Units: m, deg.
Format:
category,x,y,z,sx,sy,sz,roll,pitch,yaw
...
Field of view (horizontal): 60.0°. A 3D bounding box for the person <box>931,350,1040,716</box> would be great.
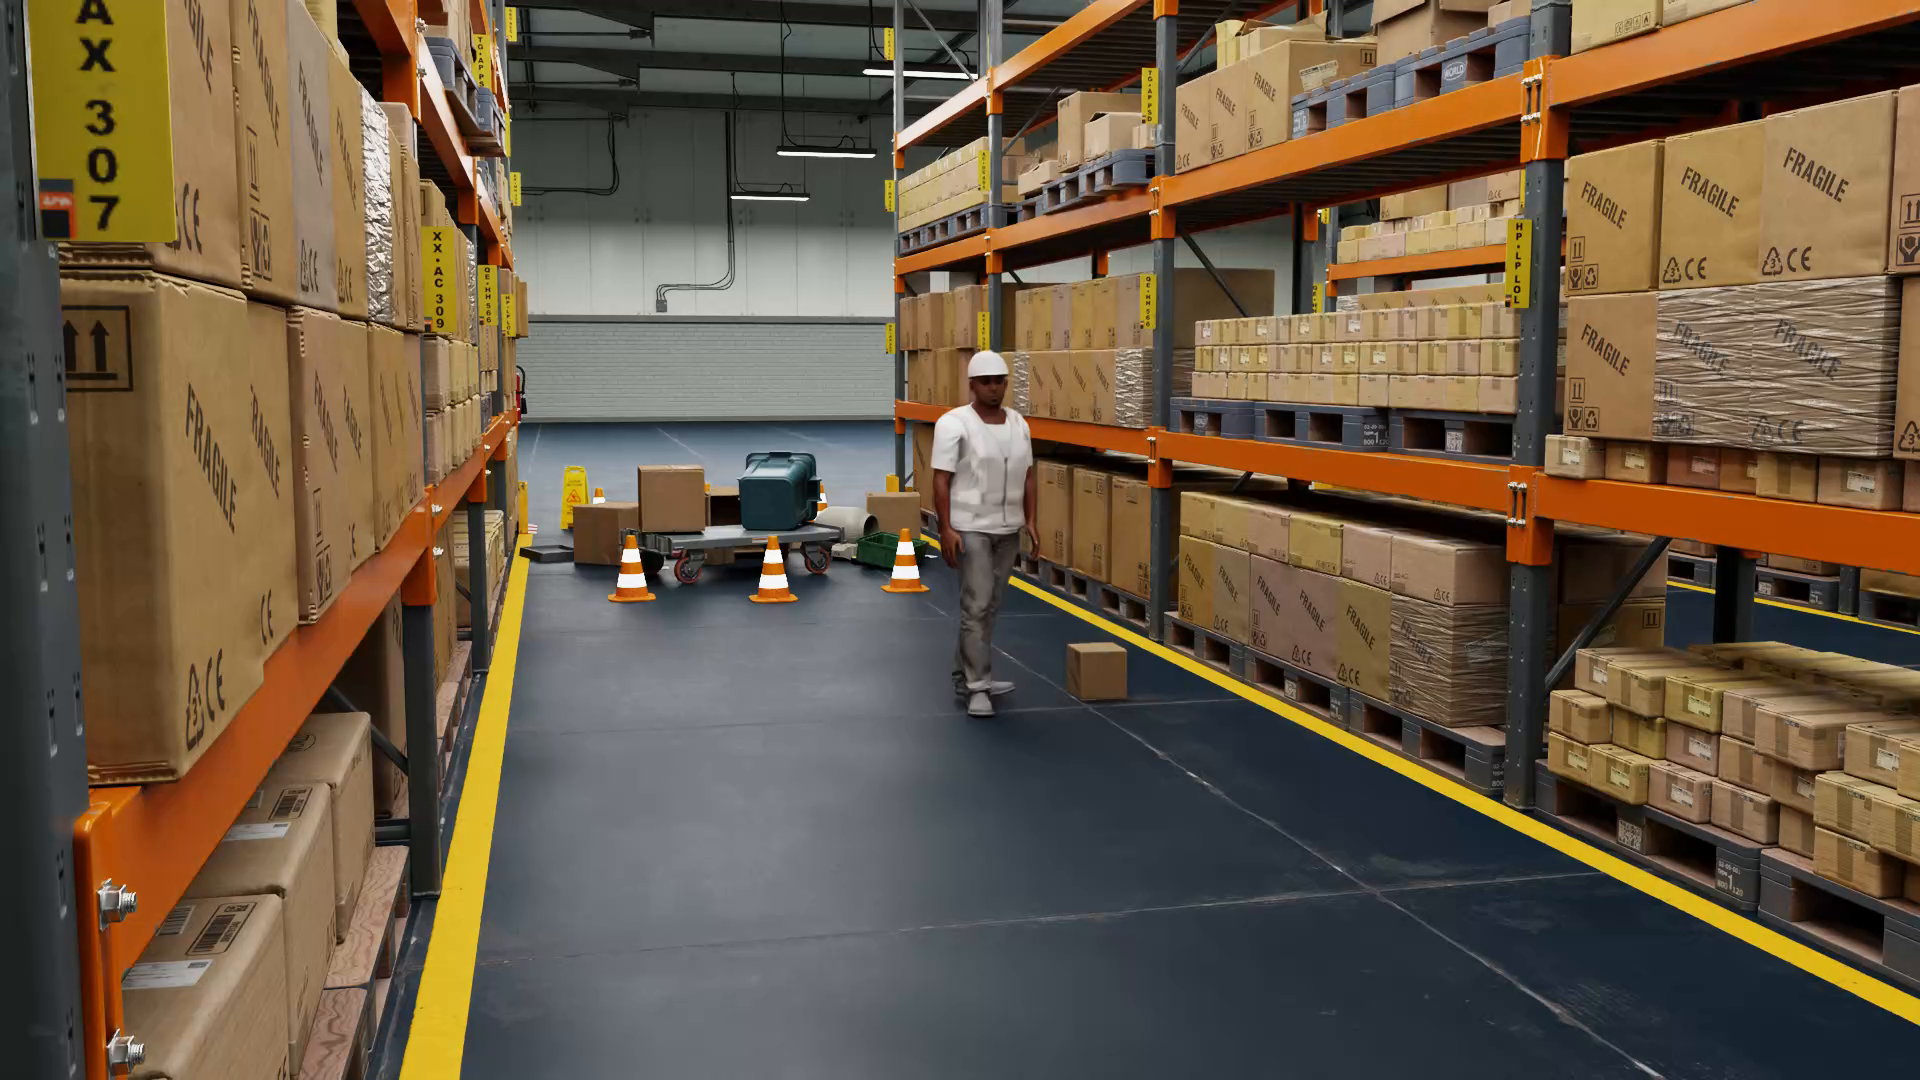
category,x,y,z,sx,sy,sz,roll,pitch,yaw
person,0.130,-0.050,8.249,0.573,1.772,0.507,-5,8,-40
